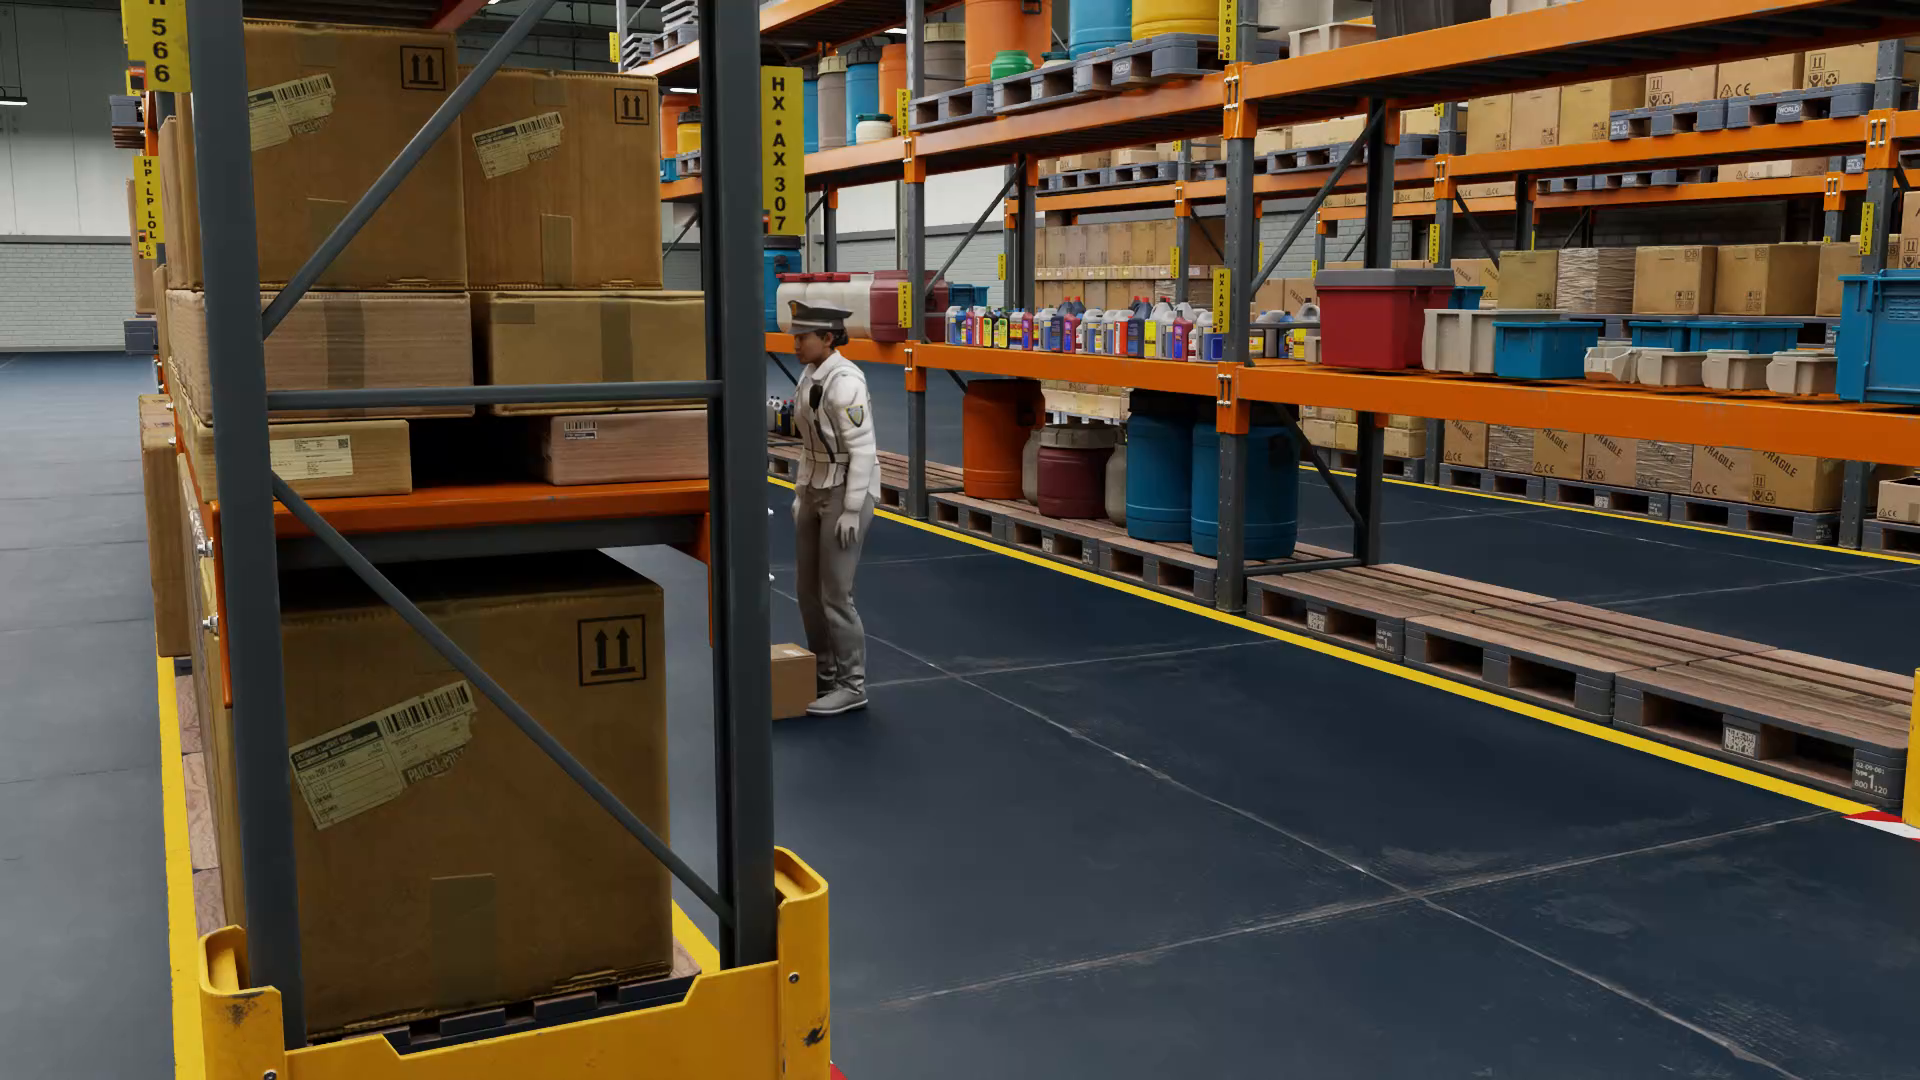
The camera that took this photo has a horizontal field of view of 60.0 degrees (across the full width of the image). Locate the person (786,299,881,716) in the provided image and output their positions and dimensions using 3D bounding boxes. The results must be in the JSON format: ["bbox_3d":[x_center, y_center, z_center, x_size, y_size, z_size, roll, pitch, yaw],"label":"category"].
[{"bbox_3d":[-0.528,-0.138,6.752,0.374,1.661,0.539,-5,10,-29],"label":"person"}]
